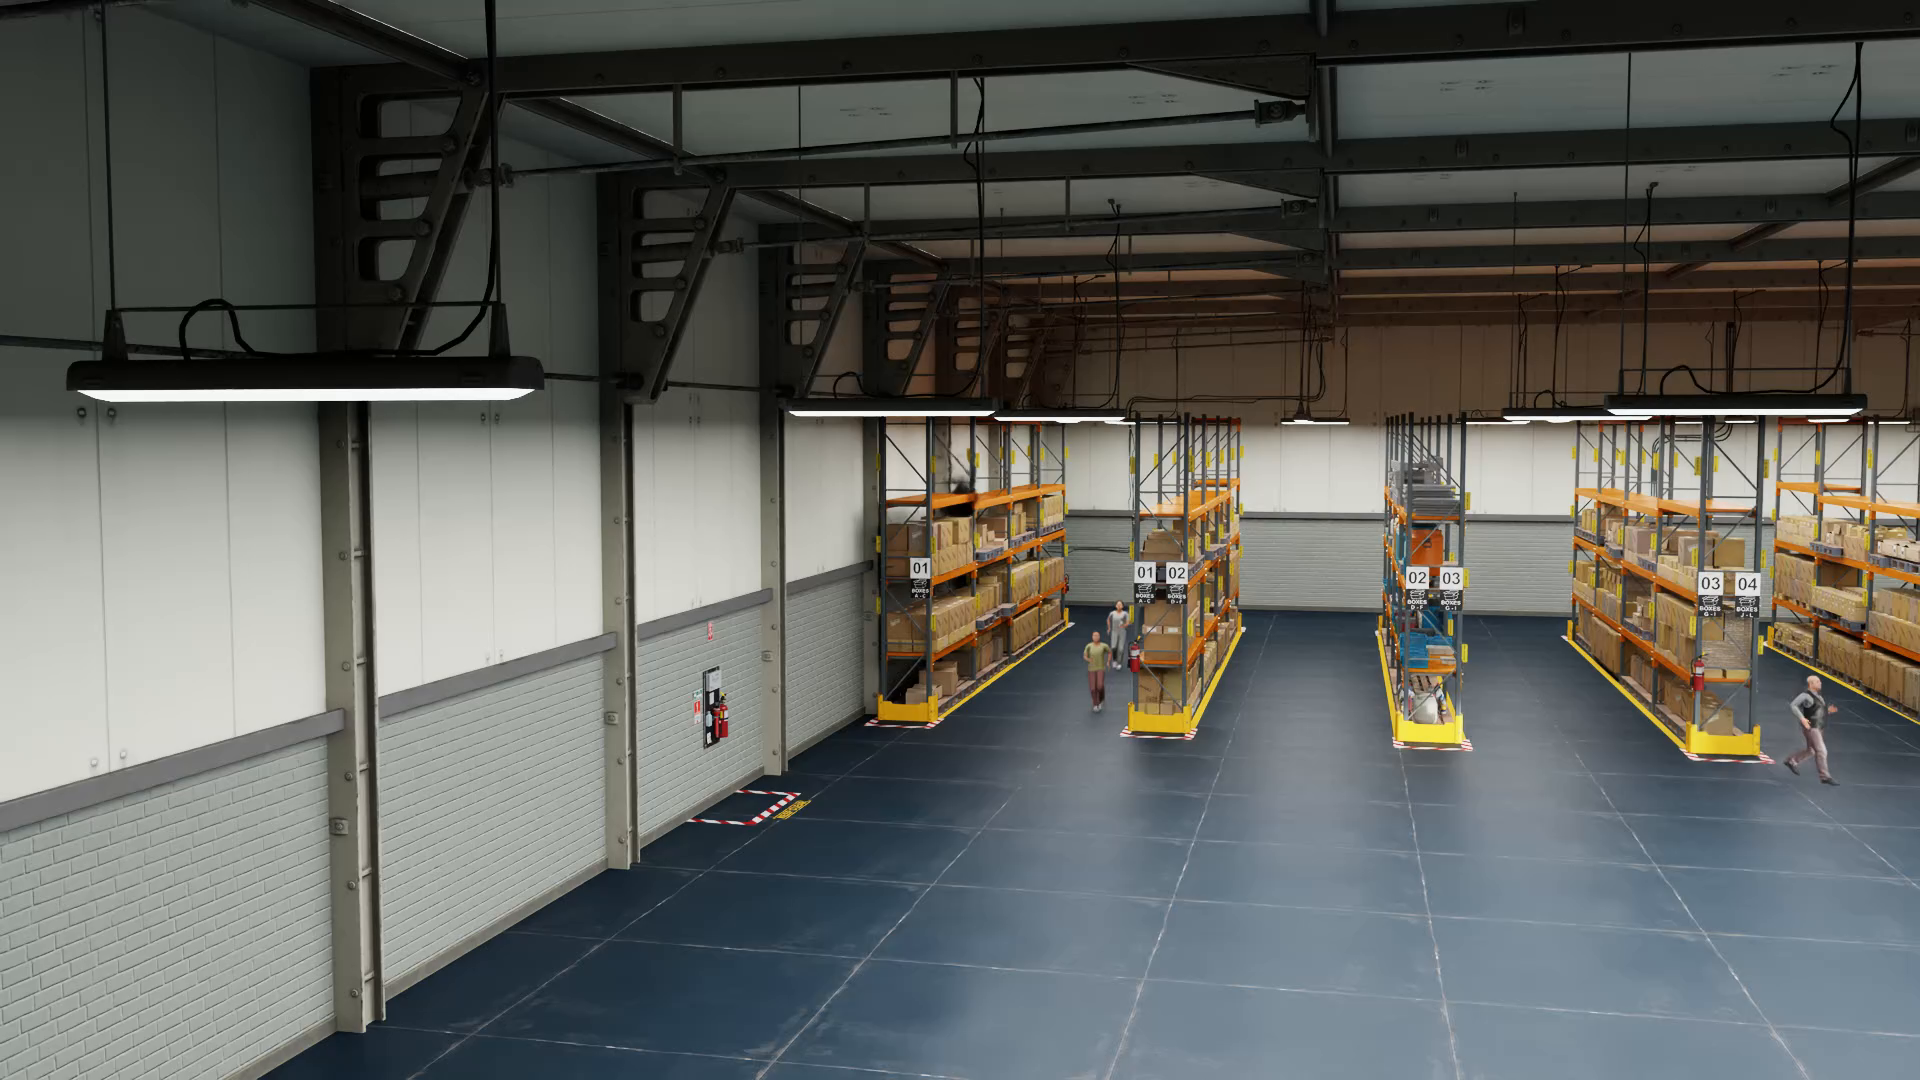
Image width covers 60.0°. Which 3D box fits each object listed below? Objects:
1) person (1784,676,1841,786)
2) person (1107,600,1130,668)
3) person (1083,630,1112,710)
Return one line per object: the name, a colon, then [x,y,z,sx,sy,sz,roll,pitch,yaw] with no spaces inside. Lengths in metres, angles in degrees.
person: [13.714,3.032,26.725,0.657,1.705,0.969,-3,5,-38]
person: [3.732,2.233,39.273,0.546,1.635,0.628,1,4,9]
person: [2.752,2.628,33.435,0.558,1.634,0.606,1,4,11]
